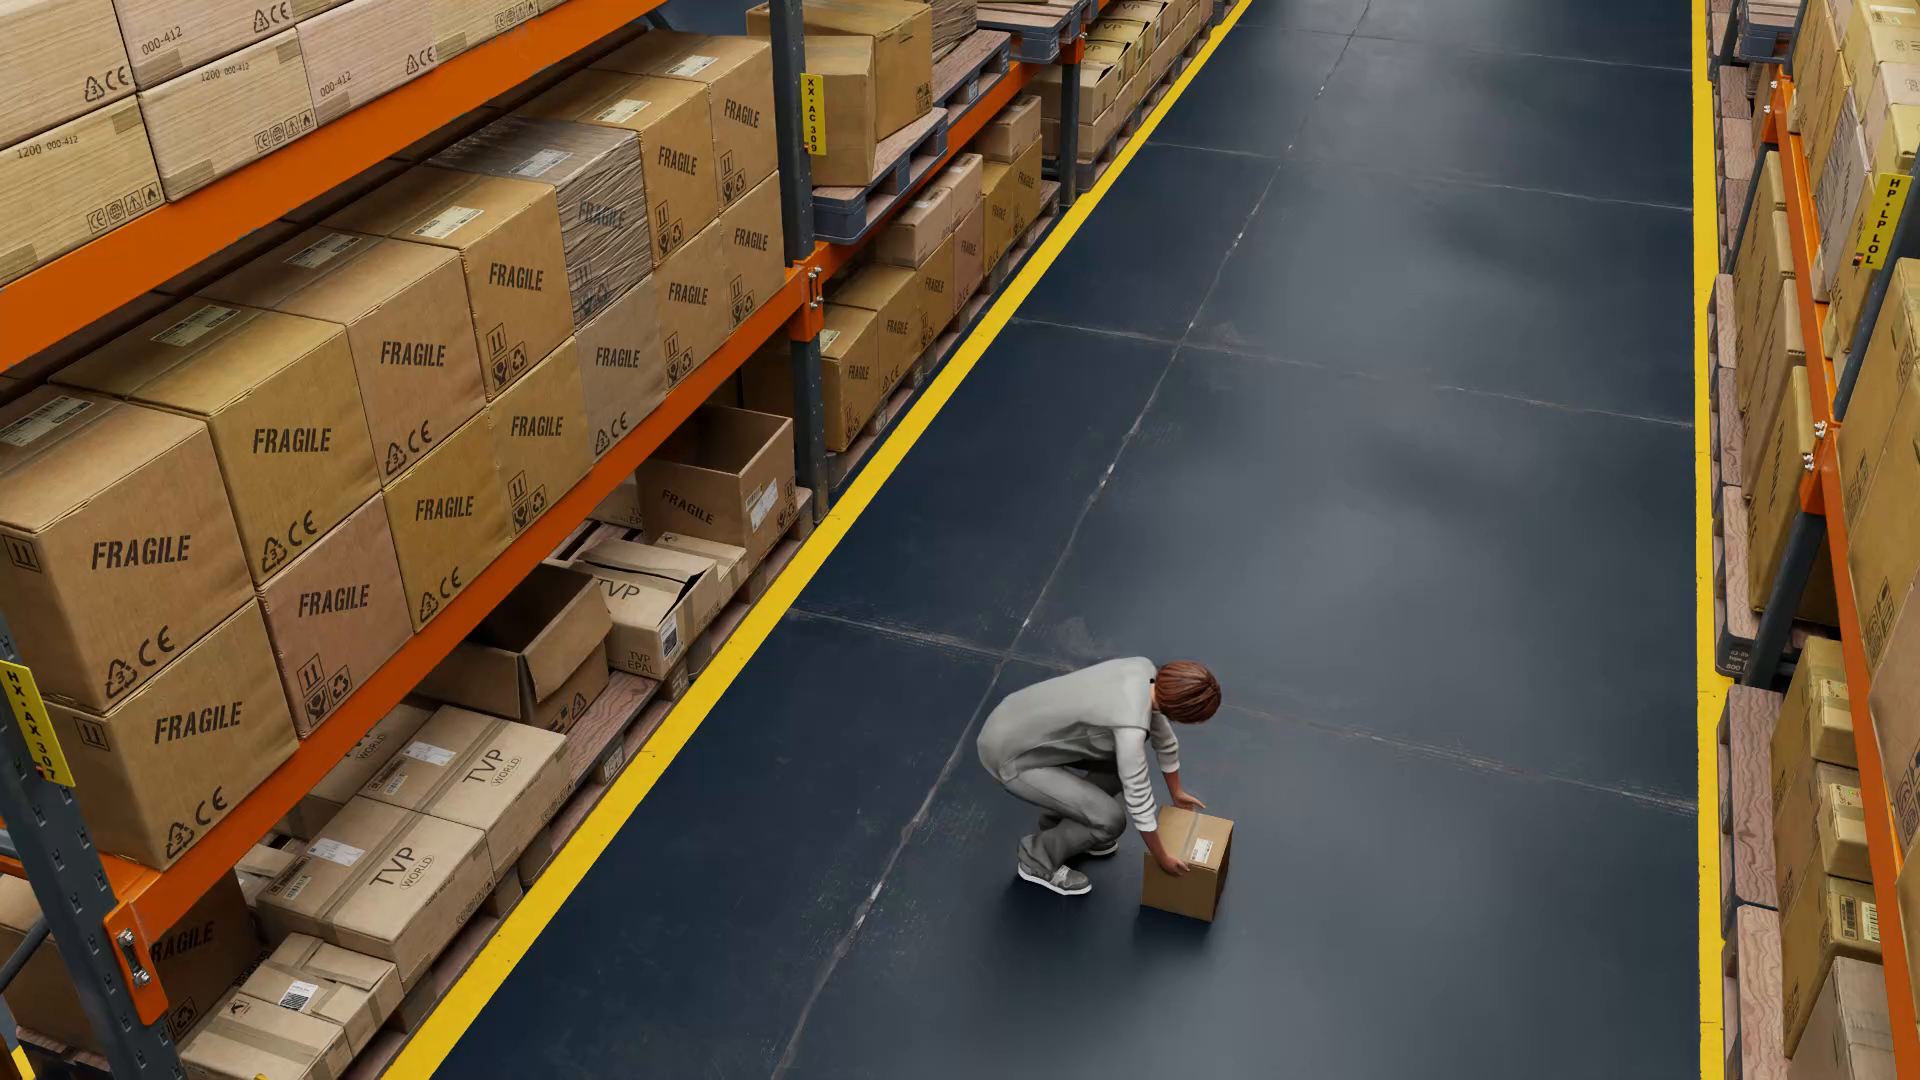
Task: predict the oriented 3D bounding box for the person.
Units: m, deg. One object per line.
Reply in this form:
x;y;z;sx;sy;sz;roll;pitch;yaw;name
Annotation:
0.464;0.784;5.634;0.796;0.869;0.446;11;35;16;person
